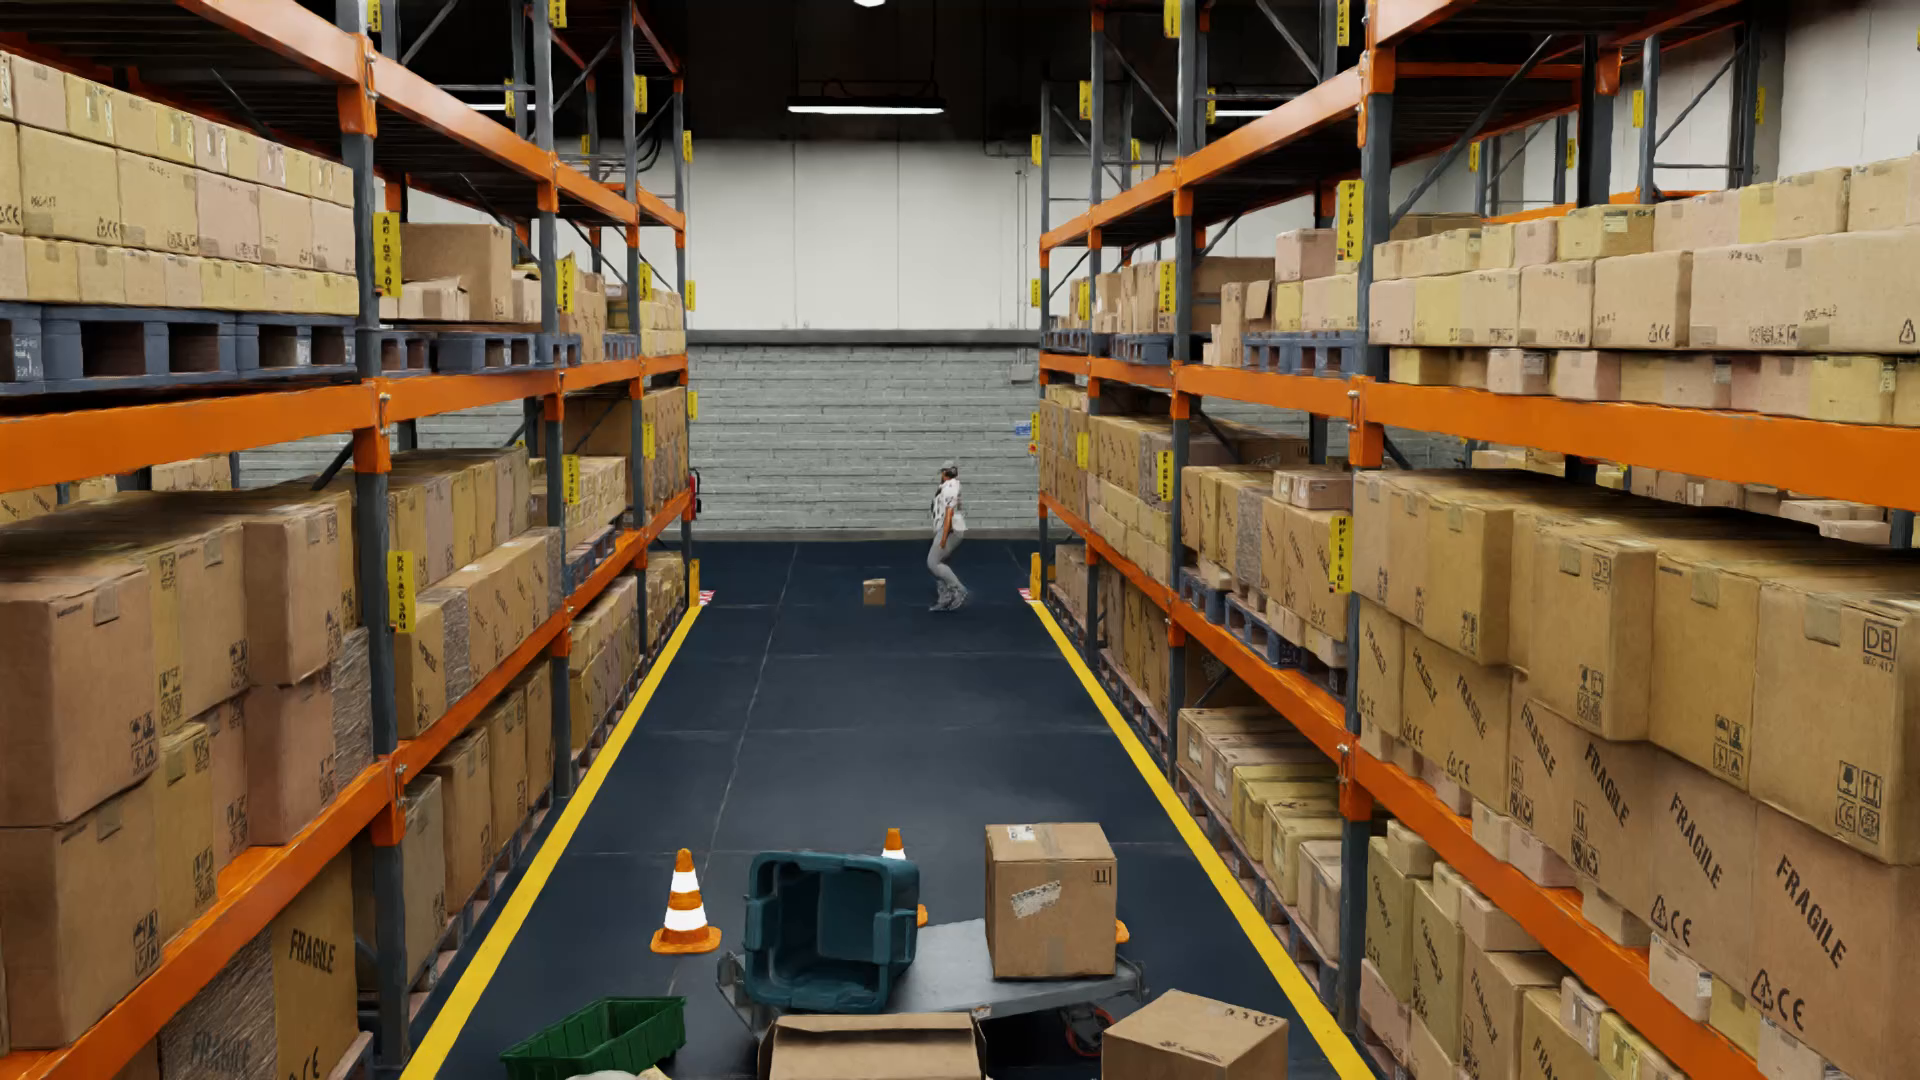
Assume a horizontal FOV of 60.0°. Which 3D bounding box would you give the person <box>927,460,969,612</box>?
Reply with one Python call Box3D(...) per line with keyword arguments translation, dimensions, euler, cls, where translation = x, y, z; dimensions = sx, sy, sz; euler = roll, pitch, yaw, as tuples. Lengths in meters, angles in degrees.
Box3D(translation=(-0.142, -0.046, 18.218), dimensions=(0.454, 1.644, 0.632), euler=(0, 7, -4), cls="person")
